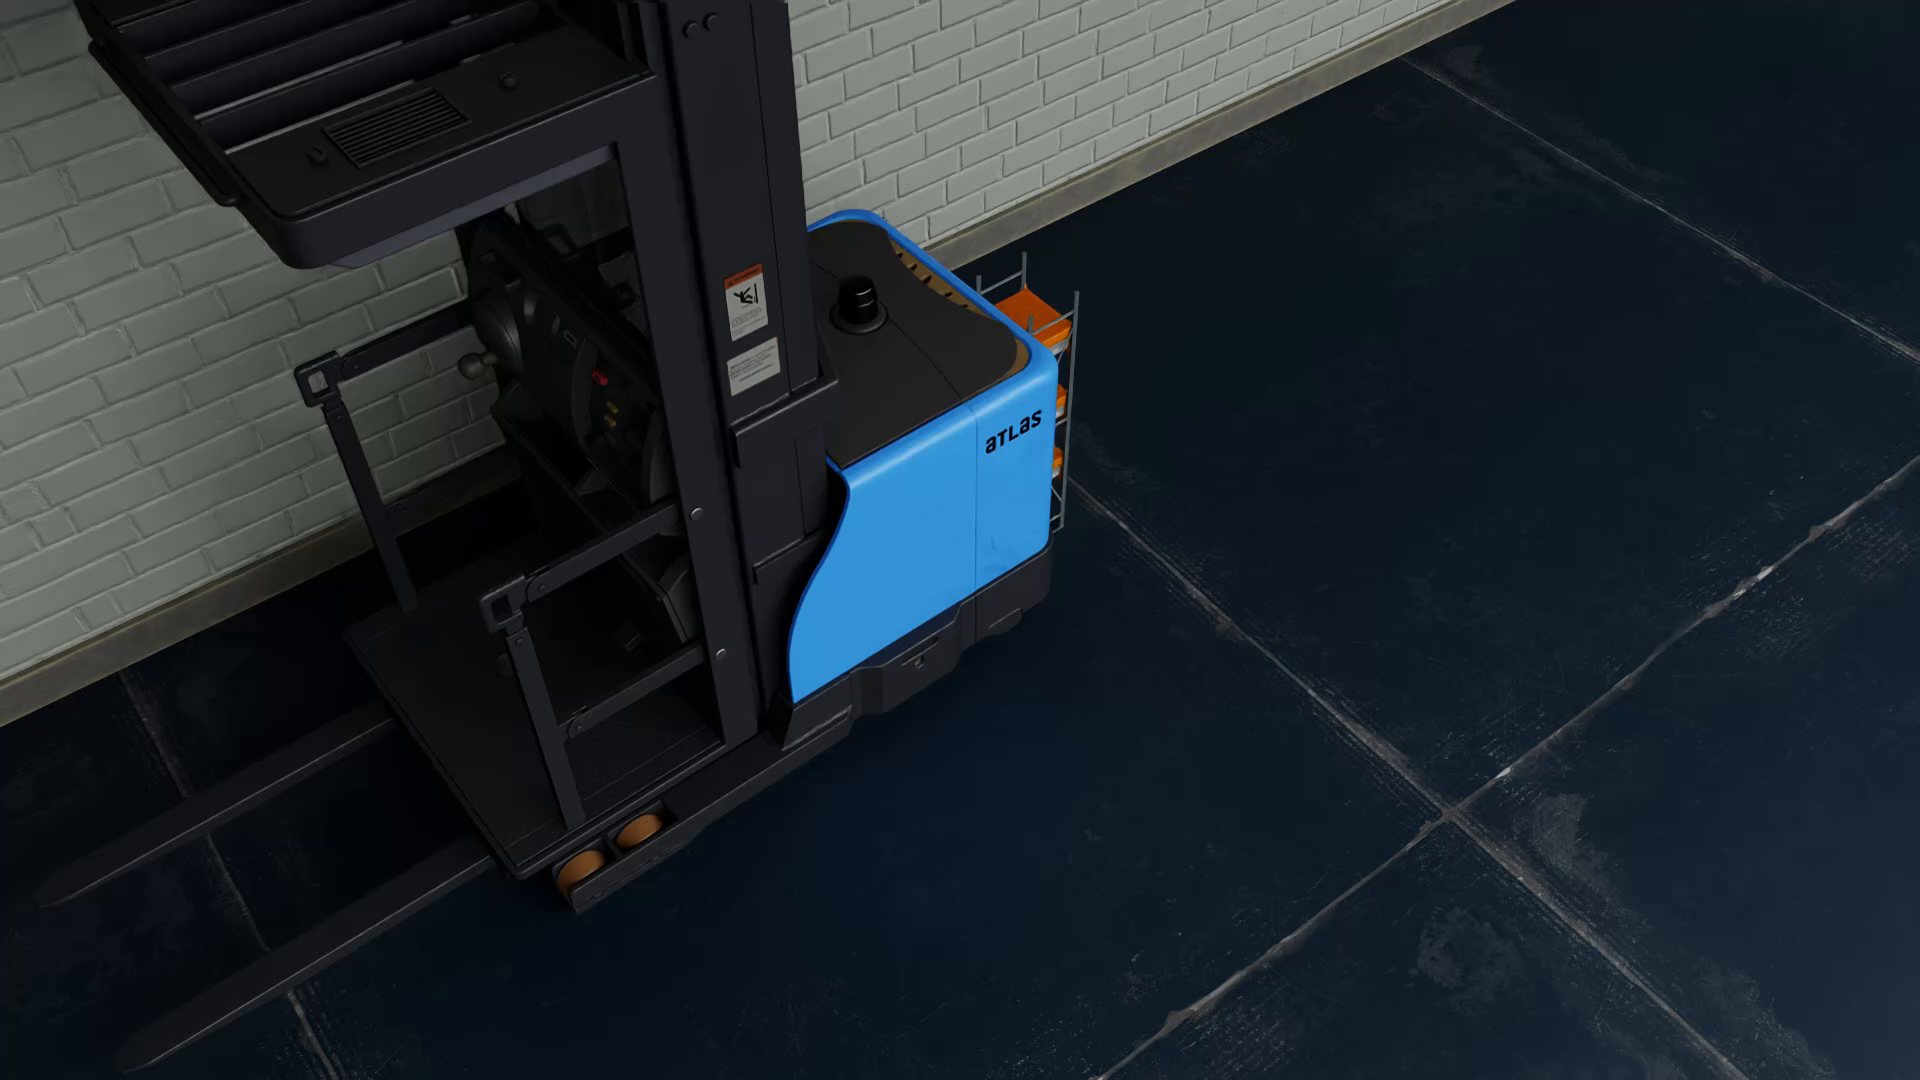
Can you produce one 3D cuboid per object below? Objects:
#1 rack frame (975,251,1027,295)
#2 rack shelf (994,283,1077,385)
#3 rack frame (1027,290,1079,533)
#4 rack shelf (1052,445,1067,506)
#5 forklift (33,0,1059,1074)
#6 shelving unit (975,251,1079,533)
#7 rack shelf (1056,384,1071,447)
[{"bbox_3d":[0.126,-0.494,5.489,0.200,1.050,0.008,-31,55,-25],"label":"rack frame"},{"bbox_3d":[0.203,-0.607,5.223,0.215,0.259,0.240,-31,55,-25],"label":"rack shelf"},{"bbox_3d":[0.280,-0.353,5.361,0.200,1.050,0.008,-31,55,-25],"label":"rack frame"},{"bbox_3d":[0.203,-0.229,5.639,0.215,0.259,0.240,-31,55,-25],"label":"rack shelf"},{"bbox_3d":[-1.163,-0.376,4.113,3.031,2.935,1.130,-31,55,-25],"label":"forklift"},{"bbox_3d":[0.203,-0.423,5.425,0.215,1.050,0.252,-31,55,-25],"label":"shelving unit"},{"bbox_3d":[0.203,-0.416,5.433,0.215,0.259,0.240,-31,55,-25],"label":"rack shelf"}]
